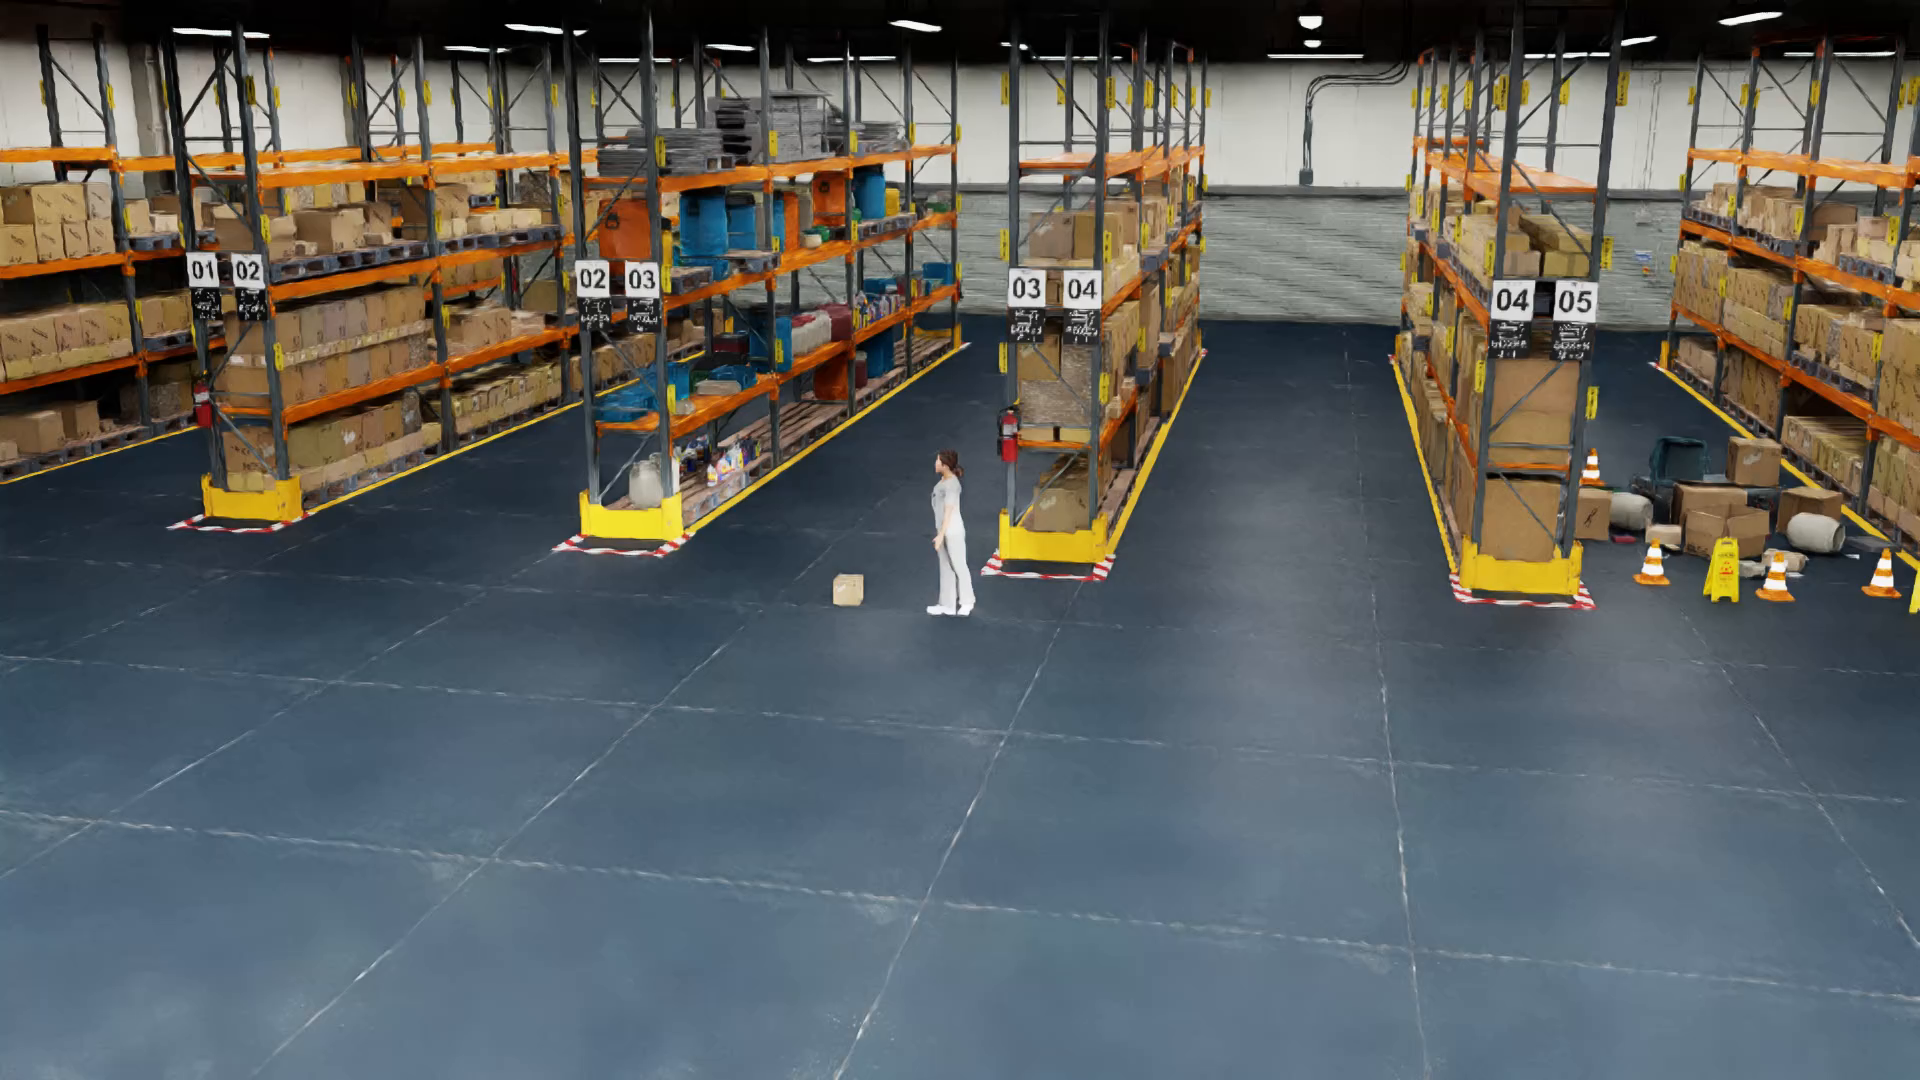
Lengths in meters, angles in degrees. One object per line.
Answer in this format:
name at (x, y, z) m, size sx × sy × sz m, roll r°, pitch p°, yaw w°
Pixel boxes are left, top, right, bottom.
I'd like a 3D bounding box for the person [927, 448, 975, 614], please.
person at (-0.070, -0.072, 16.280) m, size 0.478 × 1.676 × 0.450 m, roll -3°, pitch 15°, yaw -12°
